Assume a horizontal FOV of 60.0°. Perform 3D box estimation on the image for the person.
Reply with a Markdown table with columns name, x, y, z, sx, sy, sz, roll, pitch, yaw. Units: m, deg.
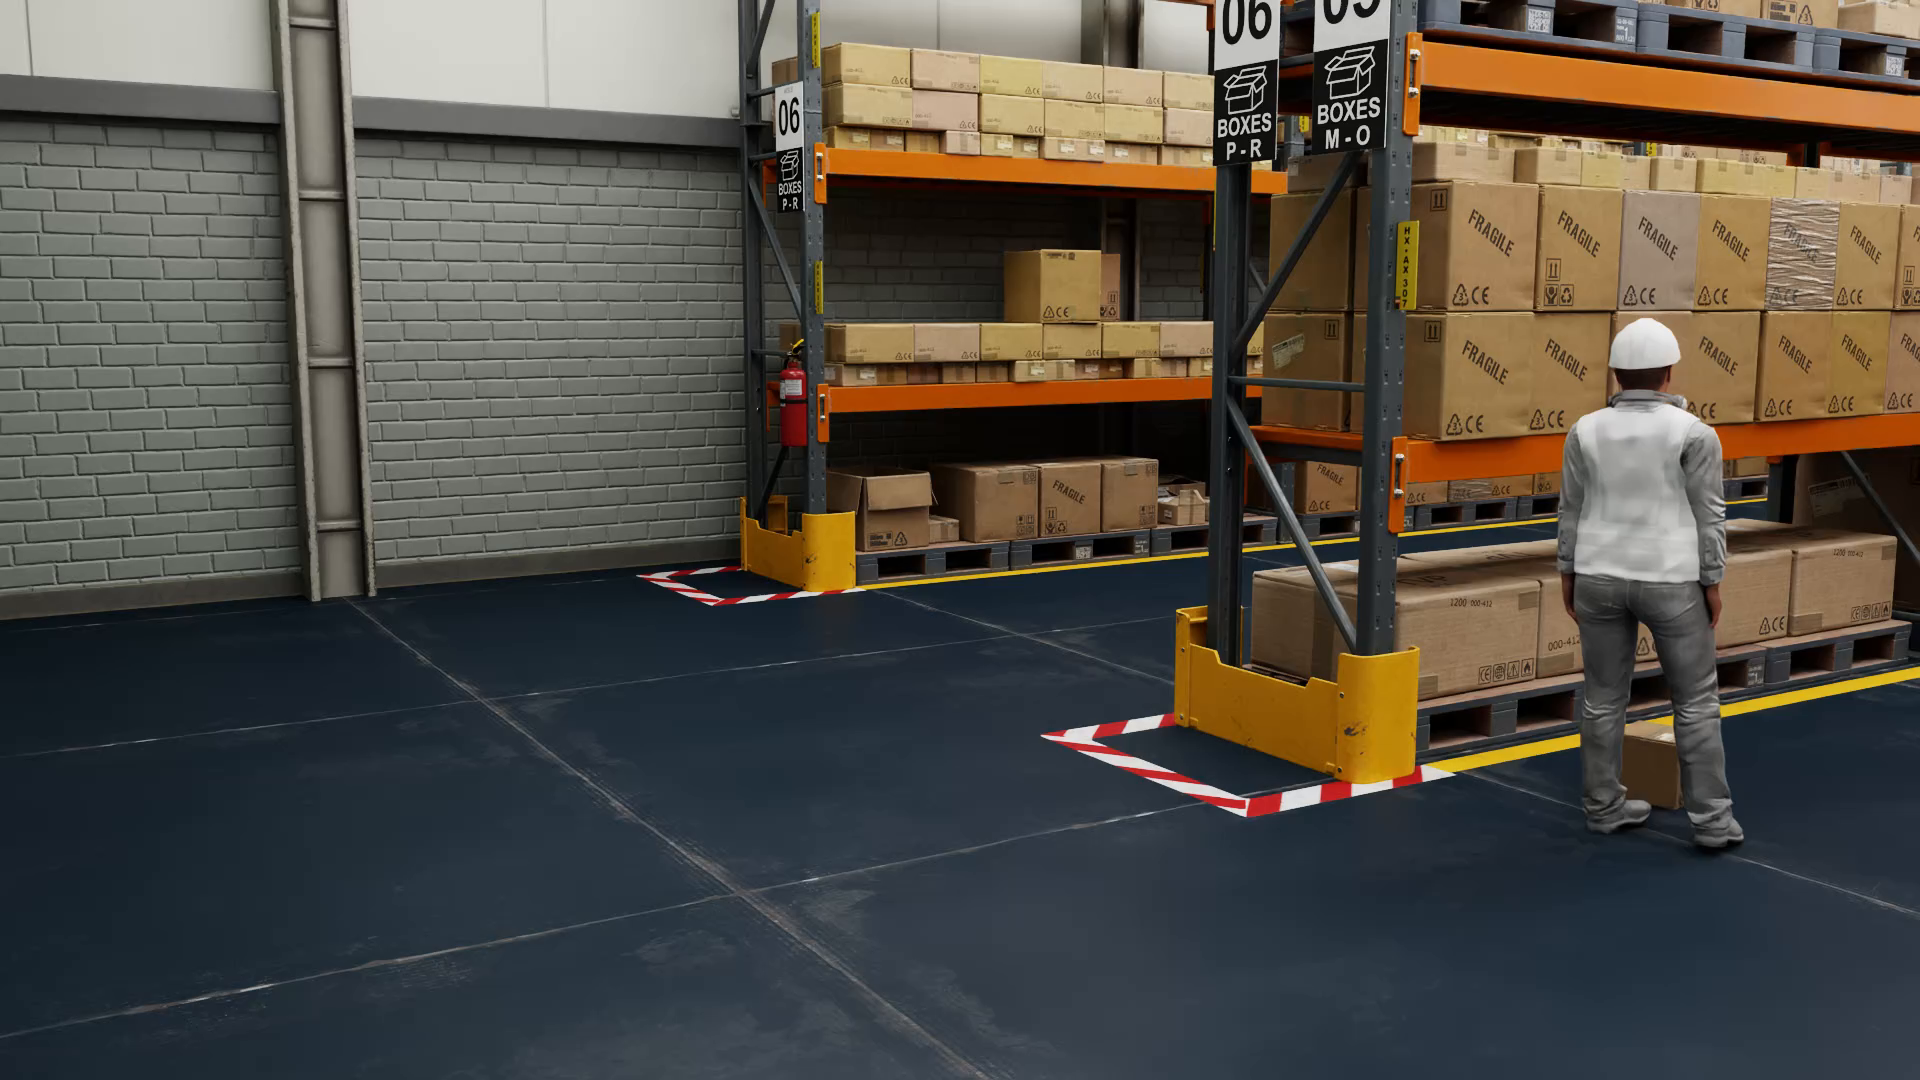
| name | x | y | z | sx | sy | sz | roll | pitch | yaw |
| --- | --- | --- | --- | --- | --- | --- | --- | --- | --- |
| person | 2.367 | 0.142 | 5.679 | 0.632 | 1.778 | 0.394 | 6 | 10 | 38 |
